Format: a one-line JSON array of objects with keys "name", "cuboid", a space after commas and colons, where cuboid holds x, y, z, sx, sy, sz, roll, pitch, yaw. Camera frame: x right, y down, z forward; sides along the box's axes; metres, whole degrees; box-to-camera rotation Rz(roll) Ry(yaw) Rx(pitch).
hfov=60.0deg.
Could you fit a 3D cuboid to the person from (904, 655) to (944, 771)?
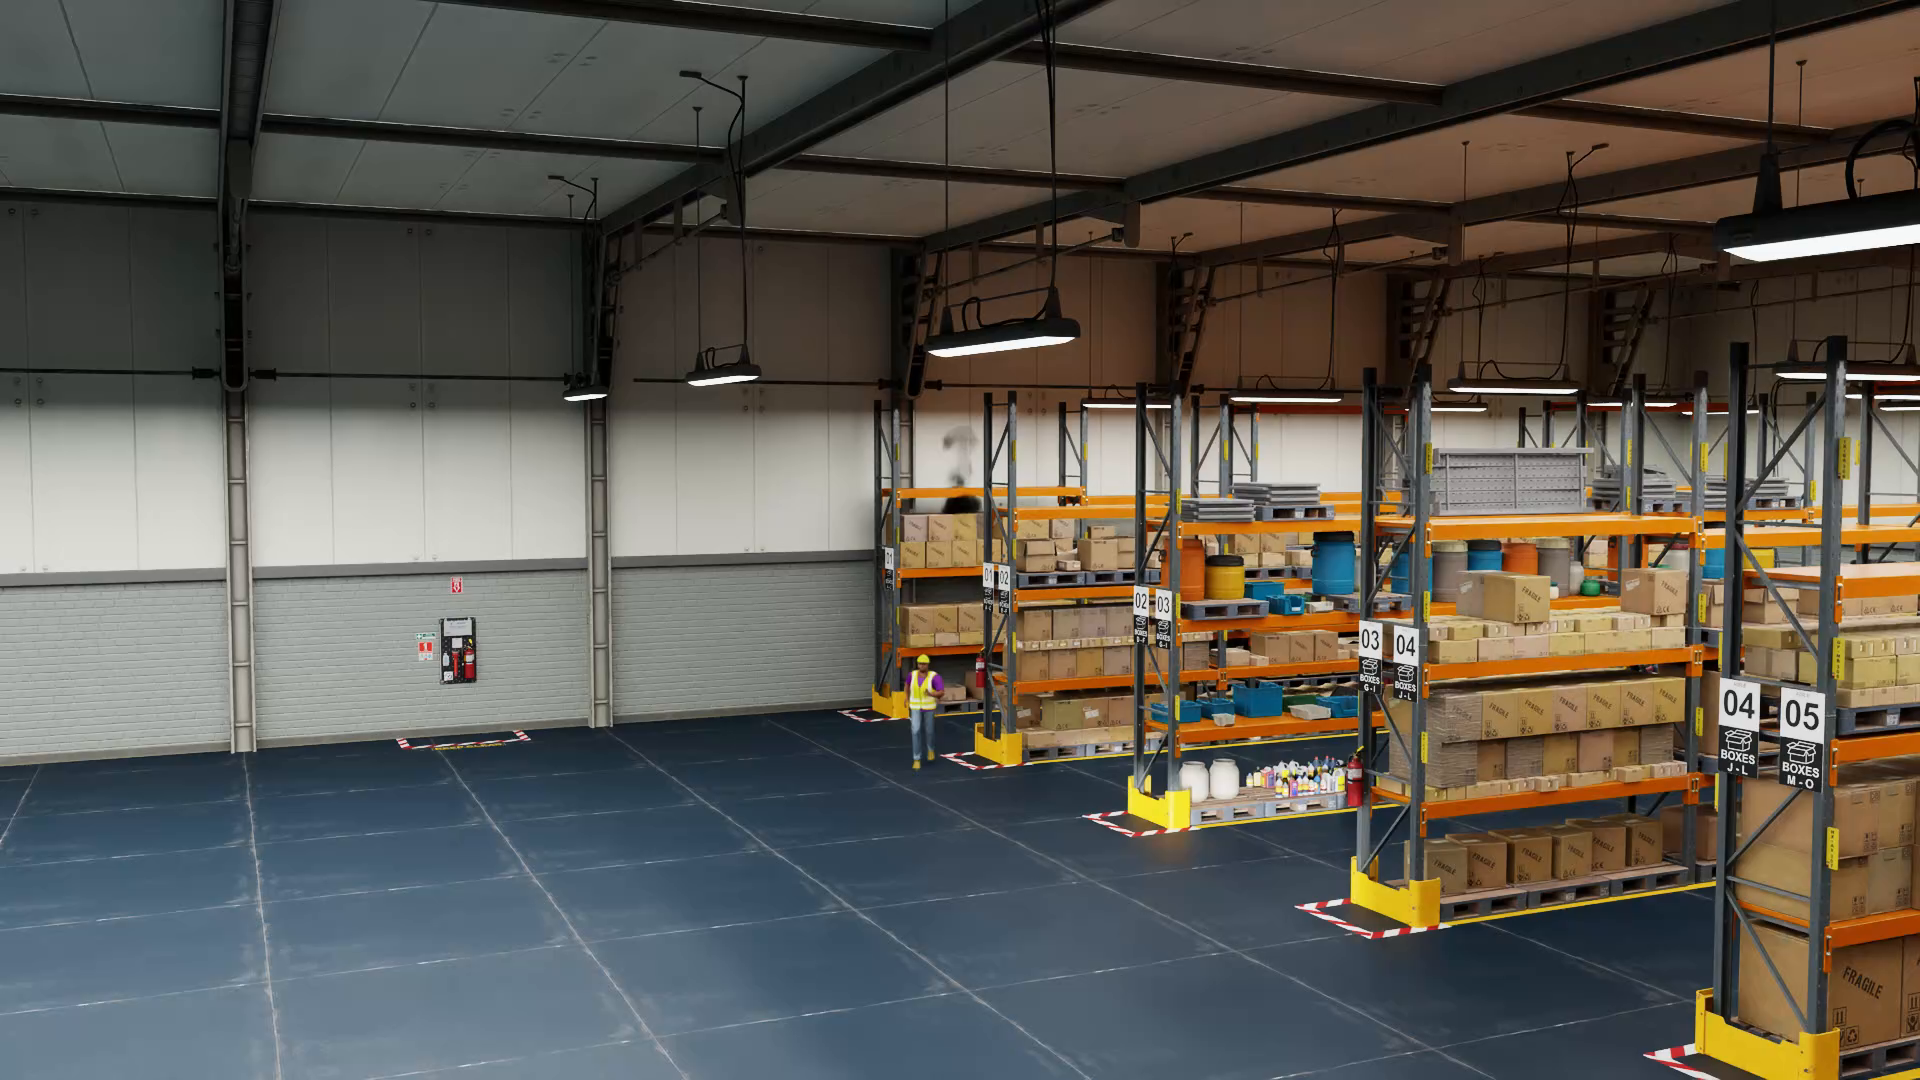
[{"name": "person", "cuboid": [-0.574, 2.717, 26.547, 0.685, 1.803, 0.907, 0, 3, 8]}]
